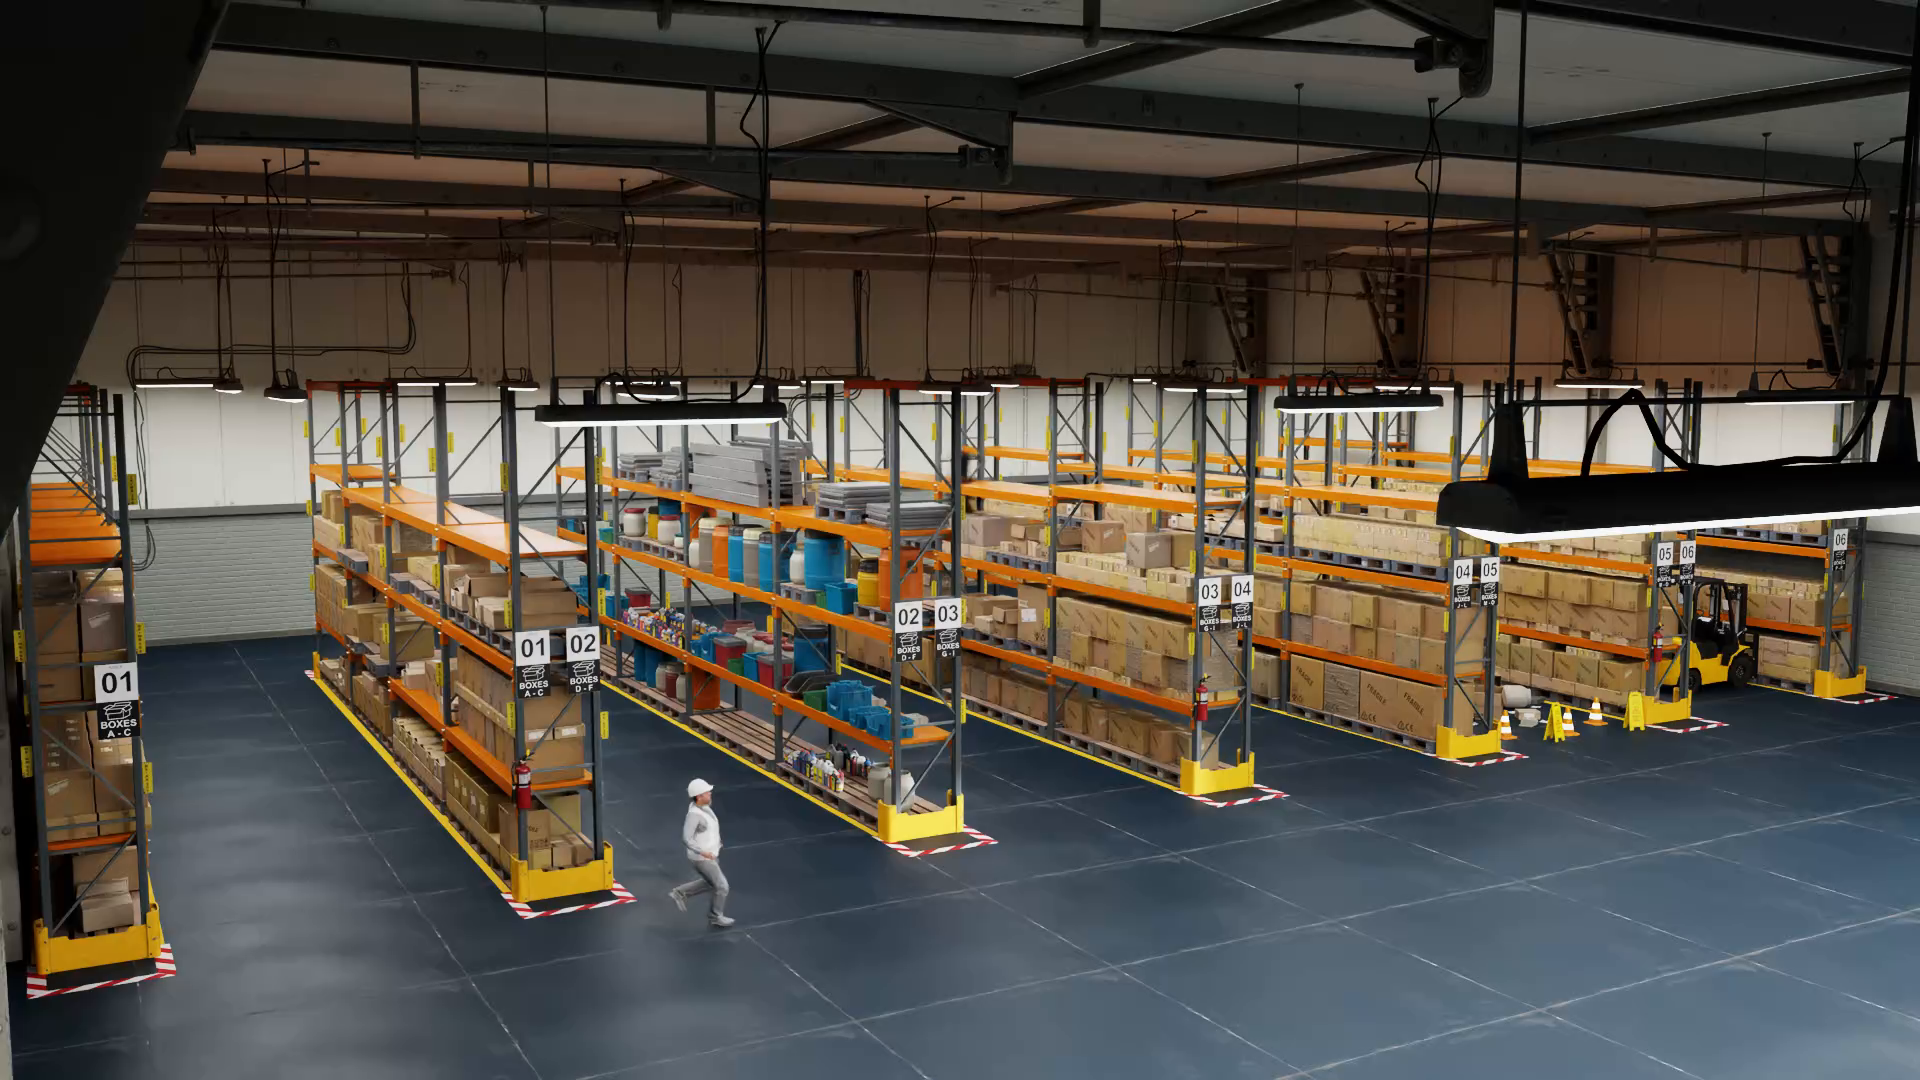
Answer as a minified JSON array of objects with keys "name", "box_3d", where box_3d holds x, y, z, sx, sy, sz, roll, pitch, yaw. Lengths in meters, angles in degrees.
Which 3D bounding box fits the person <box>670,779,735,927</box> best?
[{"name":"person","box_3d":[-2.917,3.510,18.574,0.752,1.726,0.658,0,6,1]}]
